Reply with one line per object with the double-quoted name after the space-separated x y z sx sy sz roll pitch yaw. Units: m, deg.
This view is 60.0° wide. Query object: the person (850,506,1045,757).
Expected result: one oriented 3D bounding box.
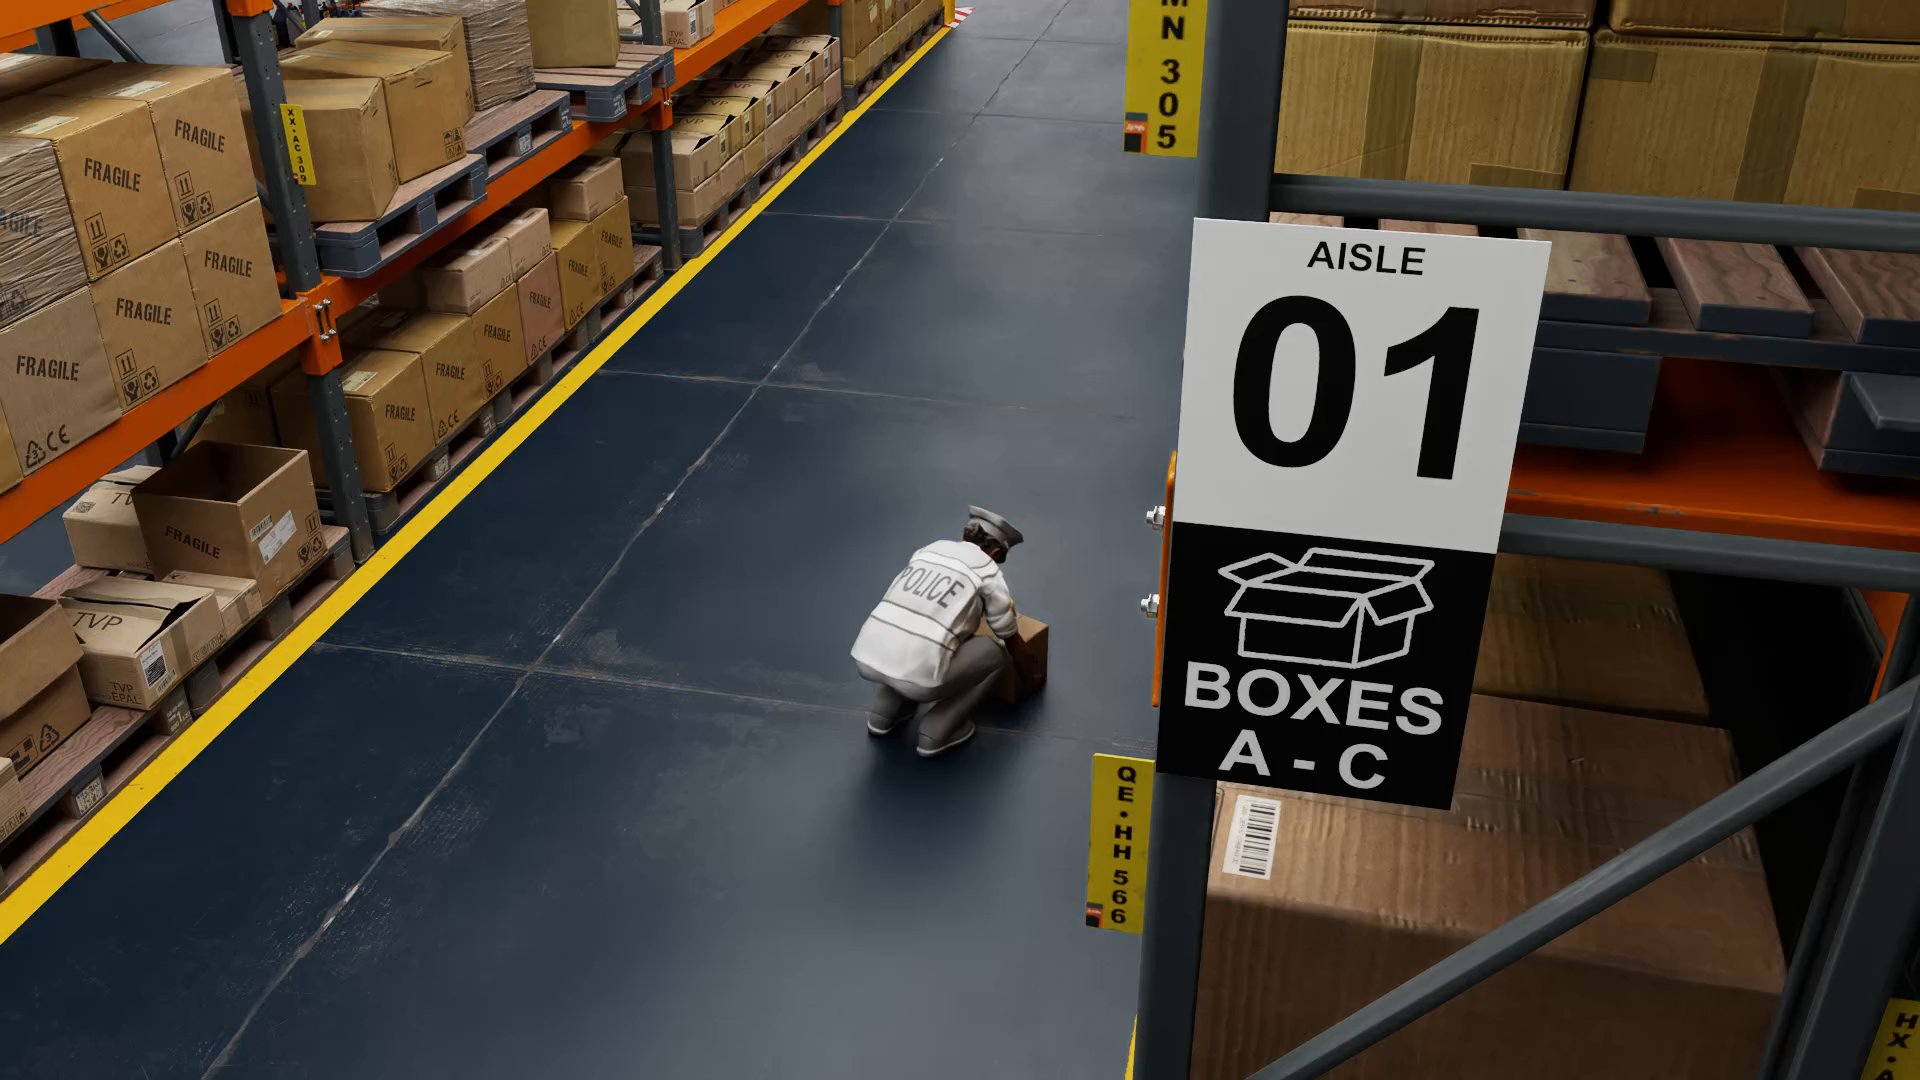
-0.055 0.370 6.454 0.477 0.845 0.899 20 35 31 "person"
